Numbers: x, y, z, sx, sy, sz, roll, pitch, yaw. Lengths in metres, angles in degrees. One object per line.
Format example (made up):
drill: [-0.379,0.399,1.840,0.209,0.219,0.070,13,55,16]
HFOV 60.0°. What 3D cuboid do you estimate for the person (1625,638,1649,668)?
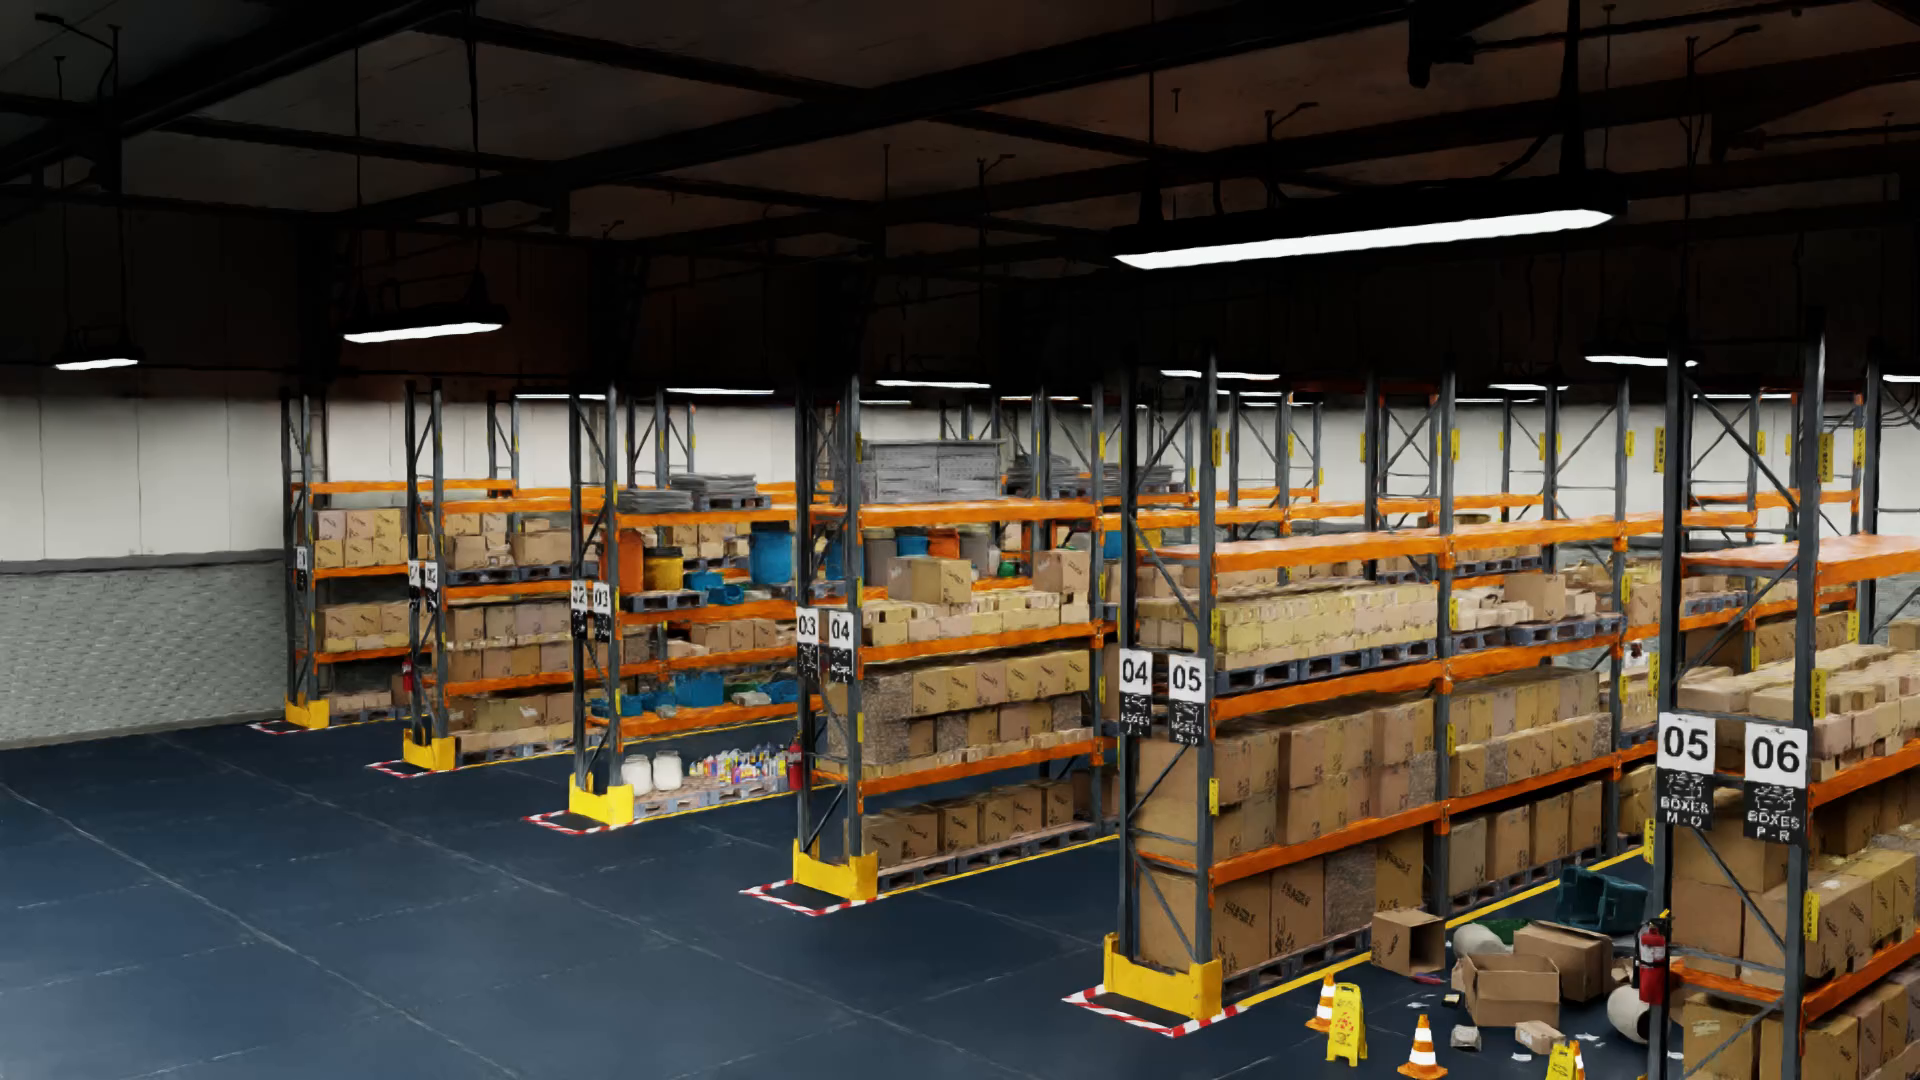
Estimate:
person: [11.541,2.490,28.312,1.042,1.732,0.579,-4,5,-44]
